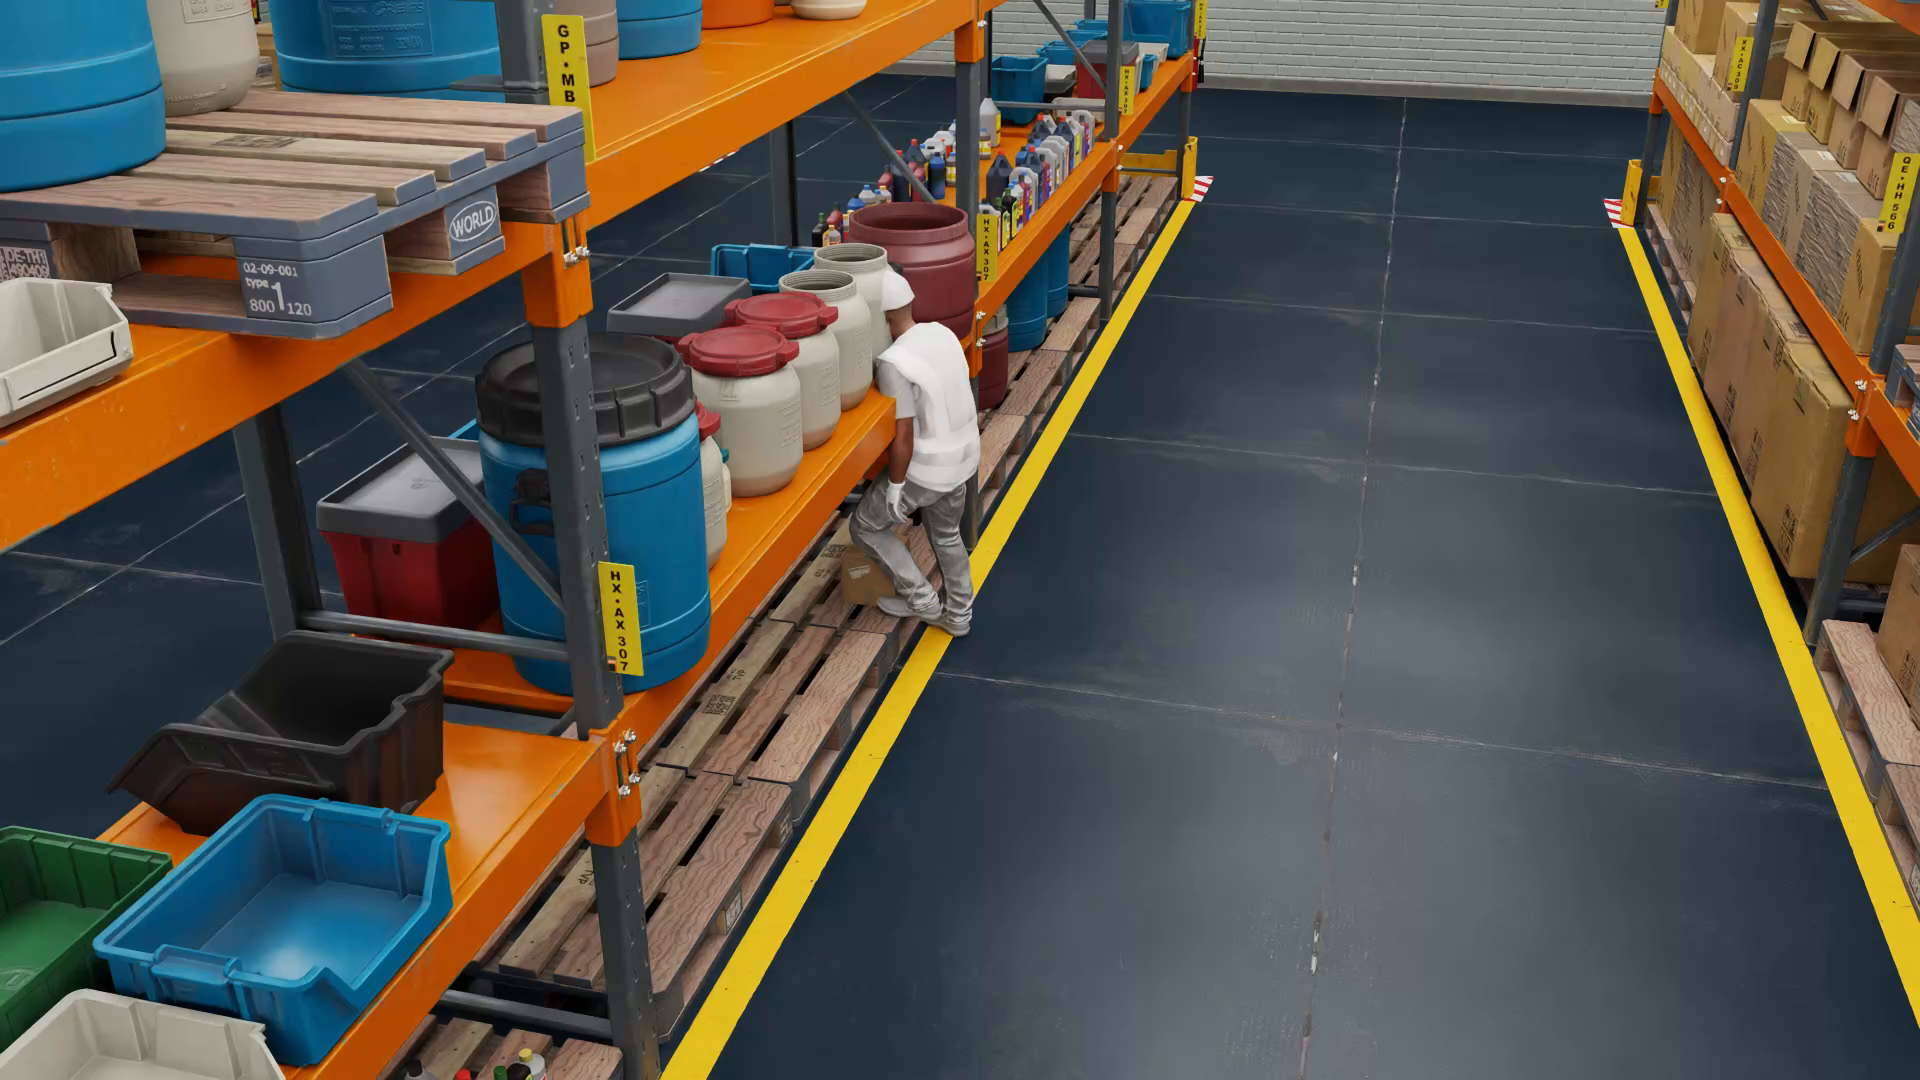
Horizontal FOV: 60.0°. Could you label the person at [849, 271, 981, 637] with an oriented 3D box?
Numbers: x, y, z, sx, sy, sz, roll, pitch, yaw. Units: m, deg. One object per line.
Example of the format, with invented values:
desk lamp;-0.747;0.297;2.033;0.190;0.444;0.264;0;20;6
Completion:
person;-0.196;-0.321;7.307;0.541;1.751;0.633;13;28;26
